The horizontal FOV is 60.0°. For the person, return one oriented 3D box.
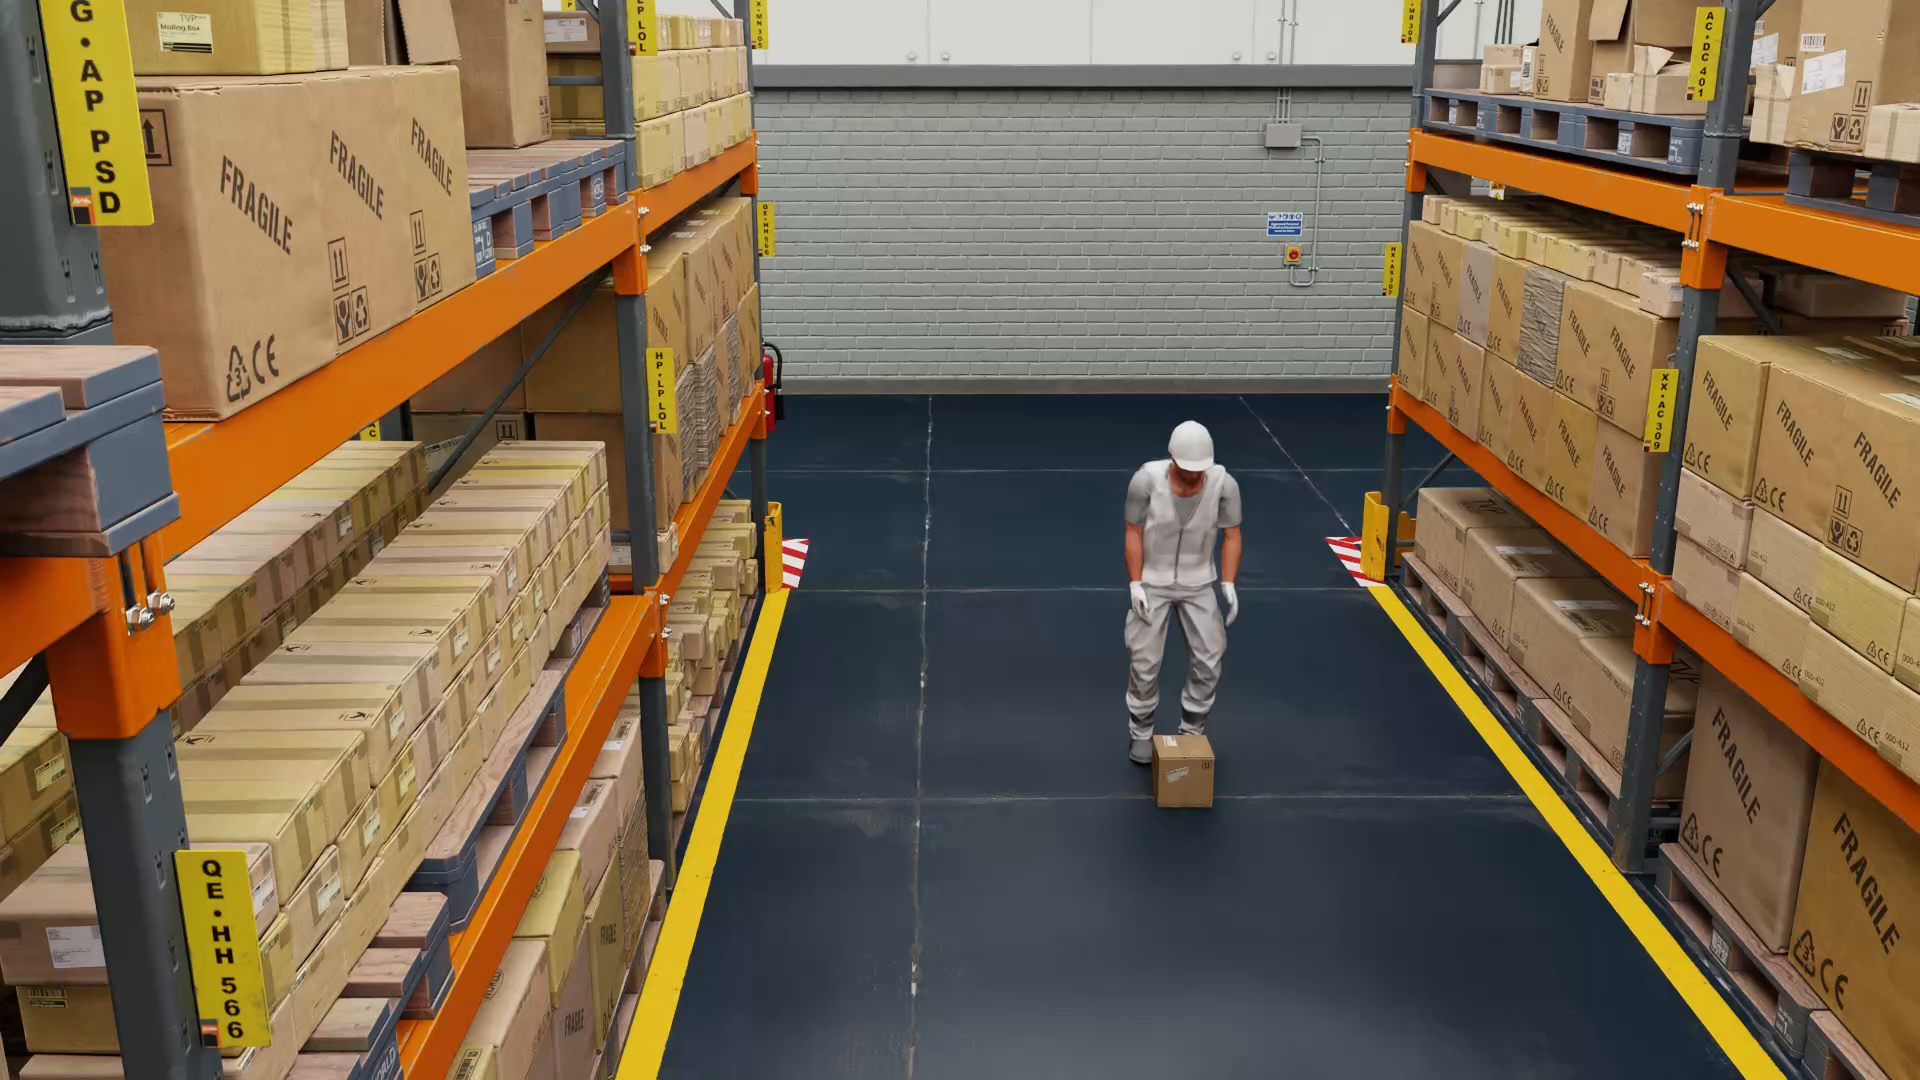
[{"bbox_3d":[1.048,0.241,7.871,0.554,1.698,0.516,0,17,1],"label":"person"}]
